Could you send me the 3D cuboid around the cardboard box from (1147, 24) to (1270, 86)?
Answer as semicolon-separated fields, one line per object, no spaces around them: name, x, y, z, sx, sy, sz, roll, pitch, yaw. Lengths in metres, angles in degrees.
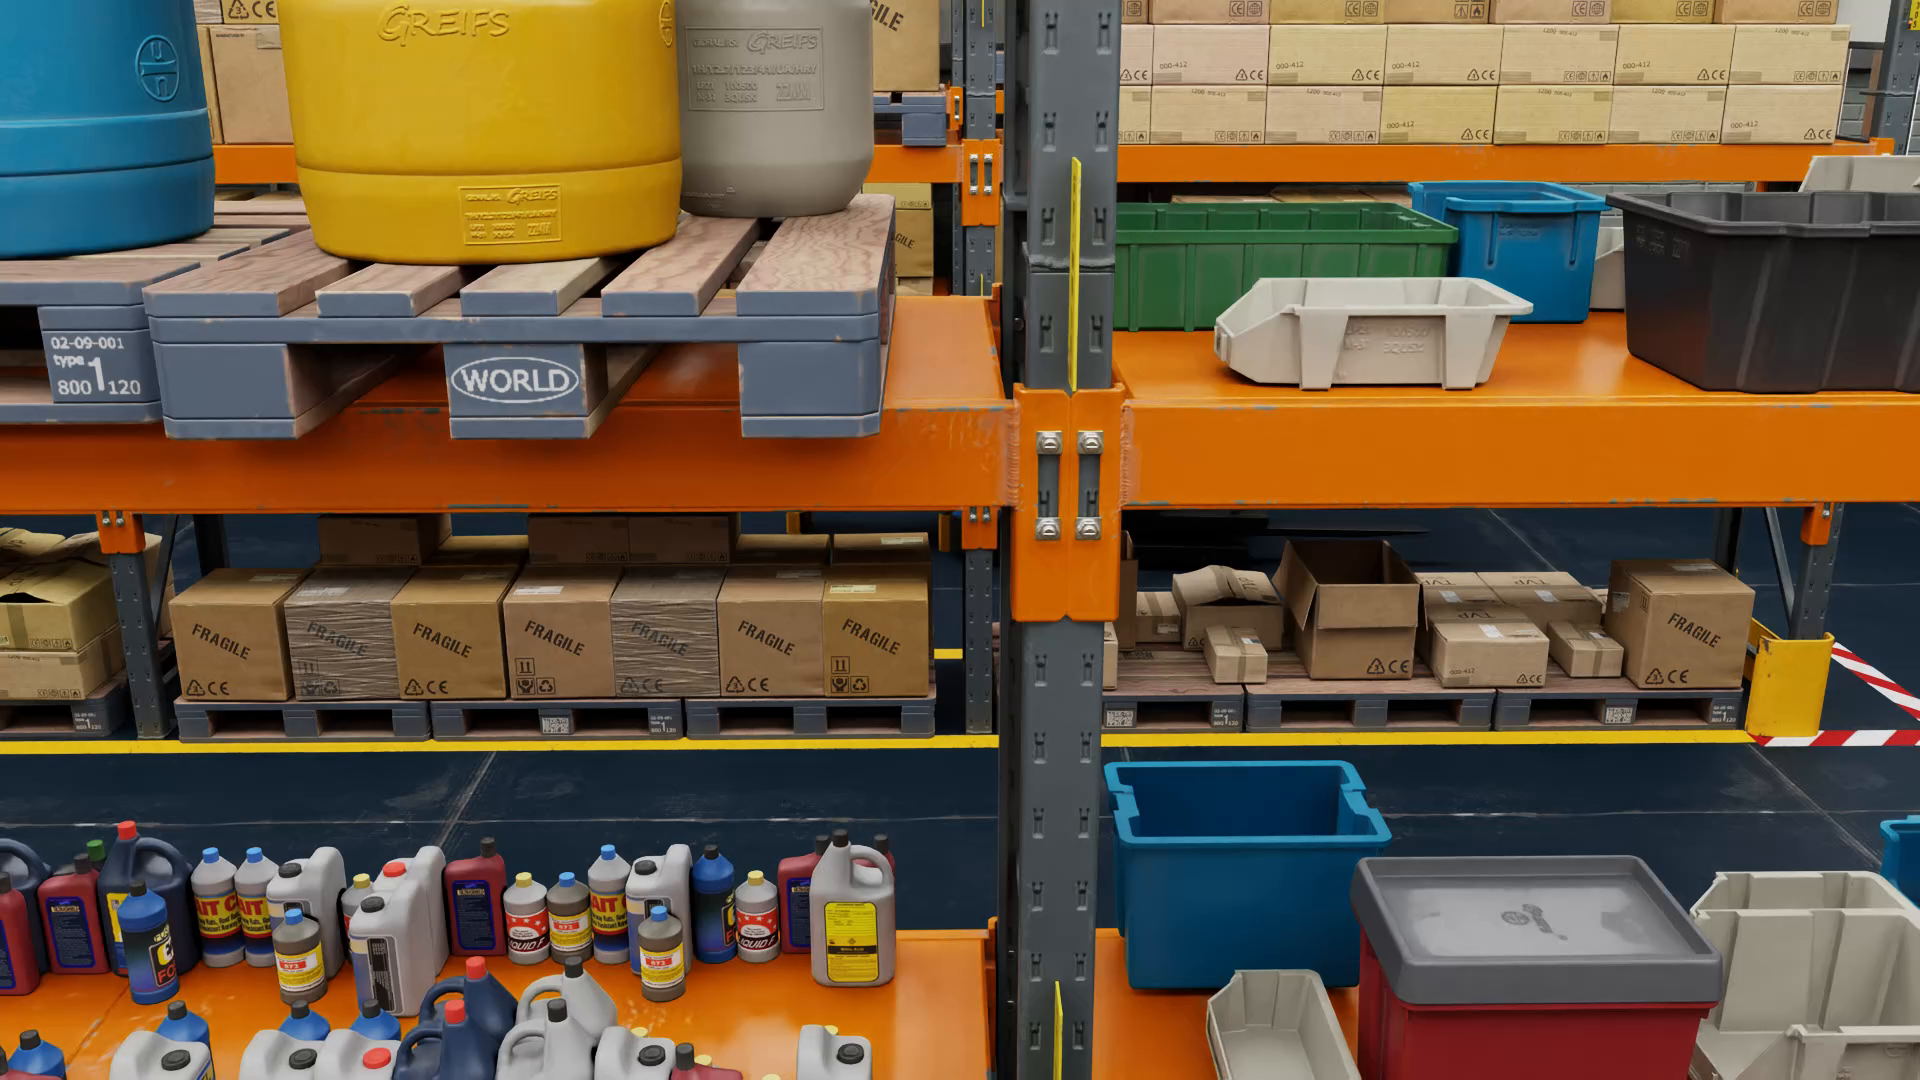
cardboard box;1.074;-2.156;7.375;0.500;0.250;0.500;0;18;-1

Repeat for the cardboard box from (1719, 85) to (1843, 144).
cardboard box;3.574;-1.925;7.473;0.500;0.250;0.500;0;18;-1

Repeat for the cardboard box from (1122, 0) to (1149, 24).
cardboard box;0.569;-2.598;7.524;0.500;0.500;0.700;0;18;-1

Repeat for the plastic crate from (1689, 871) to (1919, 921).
plastic crate;1.895;0.878;3.734;0.466;0.136;0.293;0;18;-1

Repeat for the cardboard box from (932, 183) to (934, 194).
cardboard box;-0.462;-2.778;12.886;0.500;0.250;0.500;0;18;1

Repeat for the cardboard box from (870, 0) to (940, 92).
cardboard box;-0.421;-2.375;7.616;0.600;0.600;0.600;-2;18;-6

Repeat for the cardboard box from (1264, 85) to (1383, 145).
cardboard box;1.574;-1.919;7.453;0.500;0.250;0.500;0;18;-1

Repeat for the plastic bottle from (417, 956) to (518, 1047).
plastic bottle;-0.943;0.966;3.207;0.185;0.351;0.144;0;18;-1

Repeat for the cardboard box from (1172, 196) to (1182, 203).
cardboard box;1.275;-2.287;12.775;0.700;0.700;0.980;-1;18;-2

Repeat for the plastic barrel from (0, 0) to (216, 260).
plastic barrel;-1.546;-0.931;2.620;0.708;0.901;0.600;0;18;-1

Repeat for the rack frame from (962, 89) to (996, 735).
rack frame;0.084;-0.632;8.107;0.127;3.000;1.000;0;18;-1

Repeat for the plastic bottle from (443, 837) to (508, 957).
plastic bottle;-1.103;0.812;3.796;0.133;0.283;0.061;0;18;-1

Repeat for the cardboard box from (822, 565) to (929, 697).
cardboard box;-0.405;0.439;8.141;0.500;0.500;0.500;0;18;-1

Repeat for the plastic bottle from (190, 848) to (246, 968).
plastic bottle;-1.682;0.826;3.771;0.097;0.271;0.097;0;18;0

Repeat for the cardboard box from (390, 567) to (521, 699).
cardboard box;-2.431;0.448;8.112;0.500;0.500;0.500;-1;18;-2

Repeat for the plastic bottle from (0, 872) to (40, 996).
plastic bottle;-2.114;0.861;3.643;0.133;0.283;0.061;0;18;-1

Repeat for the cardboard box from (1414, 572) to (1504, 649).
cardboard box;2.535;0.369;8.766;0.500;0.250;0.500;0;18;-1

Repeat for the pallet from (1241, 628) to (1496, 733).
pallet;1.993;0.686;8.563;1.213;0.211;1.003;0;18;-1

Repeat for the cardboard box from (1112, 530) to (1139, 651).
cardboard box;0.649;0.260;8.700;0.500;0.500;0.500;0;18;-1

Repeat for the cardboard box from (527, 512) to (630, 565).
cardboard box;-1.905;-0.073;8.508;0.500;0.250;0.500;-1;18;-2

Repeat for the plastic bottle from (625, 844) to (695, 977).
plastic bottle;-0.676;0.828;3.760;0.135;0.276;0.152;0;18;-1

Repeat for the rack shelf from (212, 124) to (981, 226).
rack shelf;-1.916;-1.708;7.728;4.000;0.370;1.077;0;18;-1

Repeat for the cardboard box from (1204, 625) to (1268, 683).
cardboard box;1.372;0.565;8.295;0.250;0.166;0.380;0;18;-1

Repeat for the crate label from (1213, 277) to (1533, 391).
crate label;0.652;-0.336;2.705;0.466;0.136;0.293;0;18;-1

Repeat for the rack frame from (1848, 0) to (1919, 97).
rack frame;4.083;-3.508;7.250;0.127;3.000;1.000;0;18;-1

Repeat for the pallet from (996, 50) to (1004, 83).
pallet;0.820;-3.532;12.381;1.213;0.211;1.003;0;18;-1

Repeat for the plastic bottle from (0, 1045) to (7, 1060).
plastic bottle;-1.857;1.014;3.056;0.185;0.351;0.144;0;18;-1

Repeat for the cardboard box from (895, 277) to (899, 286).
cardboard box;-0.584;-1.938;12.557;0.250;0.149;0.380;0;18;0

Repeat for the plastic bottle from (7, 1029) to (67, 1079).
plastic bottle;-1.716;1.040;3.106;0.097;0.271;0.097;0;18;0

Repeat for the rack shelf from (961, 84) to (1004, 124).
rack shelf;2.002;-3.240;12.505;4.000;0.370;1.077;0;18;-1

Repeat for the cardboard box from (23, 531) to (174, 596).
cardboard box;-4.444;0.143;8.588;0.500;0.311;0.500;0;18;1

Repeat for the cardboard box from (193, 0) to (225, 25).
cardboard box;-3.479;-2.565;7.421;0.500;0.500;0.500;0;18;-1

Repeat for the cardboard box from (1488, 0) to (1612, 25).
cardboard box;2.570;-2.584;7.481;0.500;0.500;0.700;0;18;-1

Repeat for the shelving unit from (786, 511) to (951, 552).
shelving unit;-0.575;-0.734;10.882;1.083;1.500;0.587;1;18;3

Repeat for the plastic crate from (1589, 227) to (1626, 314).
plastic crate;1.424;-0.544;3.354;0.466;0.136;0.293;0;18;-1

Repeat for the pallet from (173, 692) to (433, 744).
pallet;-3.169;0.723;8.448;1.213;0.211;1.003;0;18;-1

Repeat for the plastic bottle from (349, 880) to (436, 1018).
plastic bottle;-1.234;0.877;3.606;0.135;0.276;0.152;0;18;-1

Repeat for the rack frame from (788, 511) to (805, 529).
rack frame;-1.092;-0.744;10.912;0.032;1.500;0.500;1;18;3

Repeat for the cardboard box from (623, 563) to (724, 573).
cardboard box;-1.437;0.283;8.627;0.500;0.500;0.500;0;18;0

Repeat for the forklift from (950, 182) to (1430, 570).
forklift;1.476;-1.368;10.513;3.031;2.935;1.130;1;18;3

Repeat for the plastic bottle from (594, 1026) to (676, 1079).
plastic bottle;-0.596;1.042;3.090;0.135;0.276;0.152;0;18;-1

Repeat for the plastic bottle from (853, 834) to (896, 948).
plastic bottle;-0.215;0.808;3.809;0.133;0.283;0.061;0;18;-1

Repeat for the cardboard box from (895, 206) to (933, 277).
cardboard box;-0.456;-2.264;12.512;0.500;0.500;0.500;-1;18;-2

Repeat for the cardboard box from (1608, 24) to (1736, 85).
cardboard box;3.074;-2.163;7.397;0.500;0.250;0.500;0;18;-1

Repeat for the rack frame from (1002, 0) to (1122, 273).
rack frame;0.158;-1.976;2.474;0.127;3.000;1.000;0;18;-1

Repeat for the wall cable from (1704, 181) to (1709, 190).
wall cable;5.267;-2.943;13.648;1.851;1.984;0.084;0;18;-1

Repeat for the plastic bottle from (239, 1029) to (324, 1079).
plastic bottle;-1.235;1.046;3.081;0.135;0.276;0.152;0;18;-1

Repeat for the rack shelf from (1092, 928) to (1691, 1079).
rack shelf;2.158;1.214;3.530;4.000;0.370;1.077;0;18;-1

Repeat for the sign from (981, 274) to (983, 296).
sign;0.096;-1.014;7.401;0.005;0.325;0.100;0;18;-1
